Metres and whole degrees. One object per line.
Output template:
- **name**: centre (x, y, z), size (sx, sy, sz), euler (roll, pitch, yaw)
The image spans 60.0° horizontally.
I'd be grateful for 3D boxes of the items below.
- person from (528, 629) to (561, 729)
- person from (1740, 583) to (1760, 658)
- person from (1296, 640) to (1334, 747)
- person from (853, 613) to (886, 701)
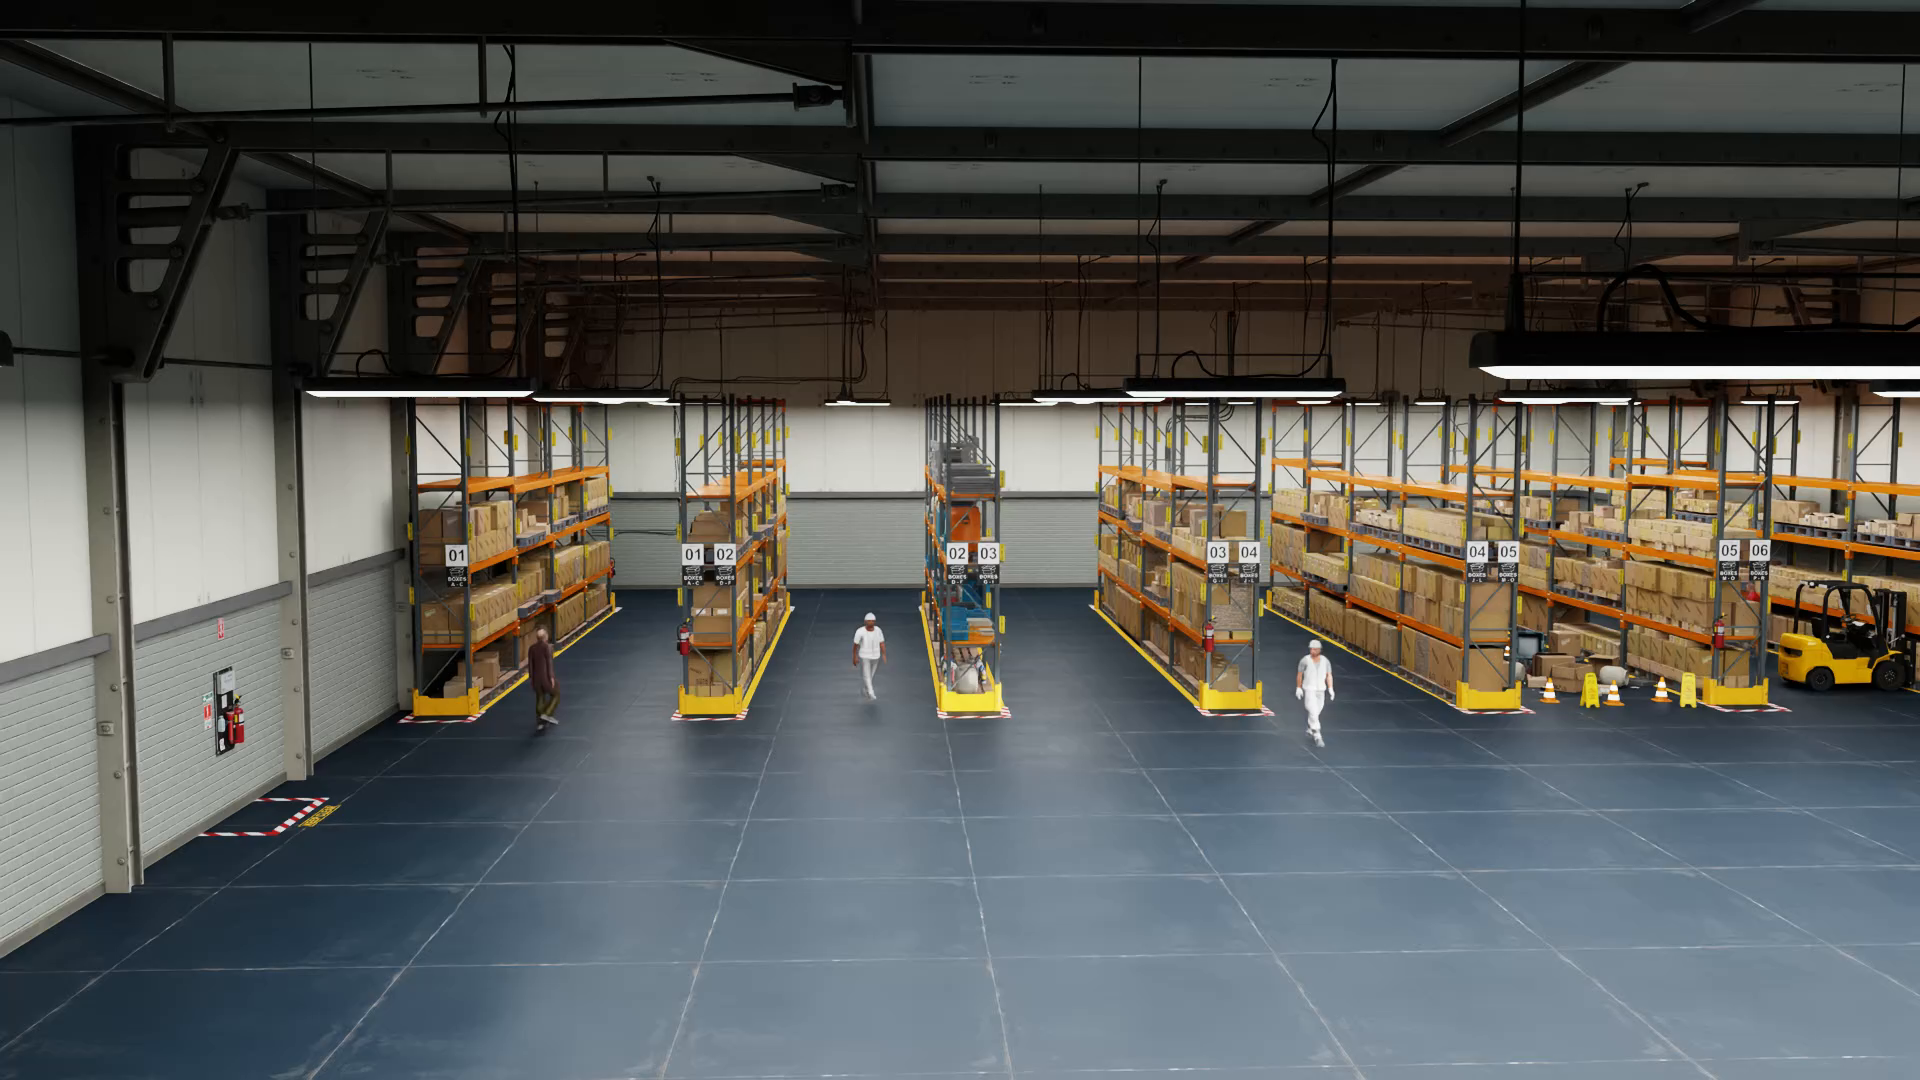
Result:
- **person**: centre (-7.457, 2.482, 29.722), size (0.618, 1.768, 0.554), euler (1, 5, 13)
- **person**: centre (18.178, 1.861, 38.100), size (0.528, 1.745, 0.547), euler (-2, 5, -22)
- **person**: centre (6.080, 2.583, 28.377), size (0.561, 1.761, 0.885), euler (-1, 5, -10)
- **person**: centre (-1.723, 2.278, 32.450), size (0.590, 1.699, 1.082), euler (-3, 5, -32)
